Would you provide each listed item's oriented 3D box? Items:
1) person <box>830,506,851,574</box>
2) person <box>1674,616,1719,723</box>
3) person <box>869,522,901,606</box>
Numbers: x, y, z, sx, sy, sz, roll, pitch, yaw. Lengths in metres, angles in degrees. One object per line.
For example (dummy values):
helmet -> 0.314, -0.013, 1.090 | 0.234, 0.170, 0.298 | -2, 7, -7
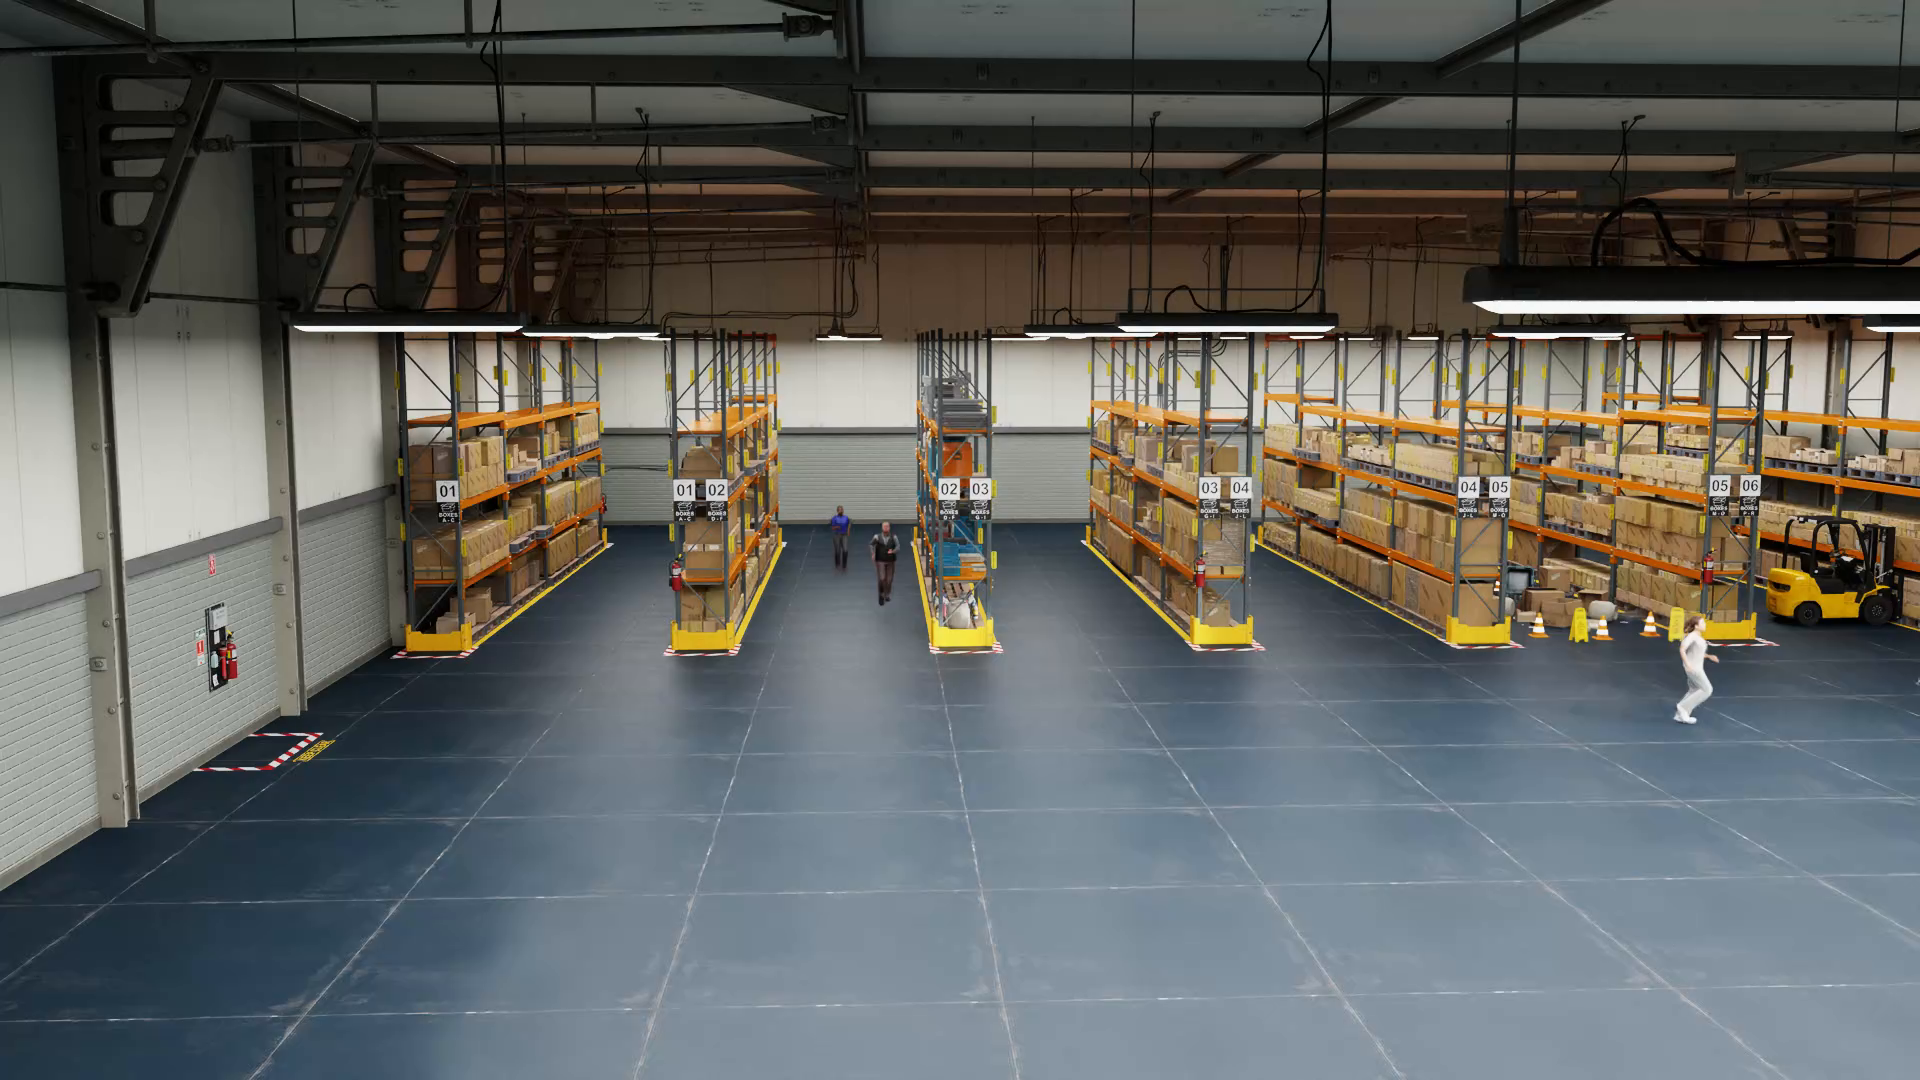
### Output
person -> -2.986, 0.000, 41.711 | 0.556, 1.701, 0.714 | -1, 7, -11
person -> 11.132, 1.953, 25.111 | 0.569, 1.637, 0.573 | 4, 8, 29
person -> -1.556, 0.503, 34.804 | 0.639, 1.762, 0.666 | -1, 7, -9
